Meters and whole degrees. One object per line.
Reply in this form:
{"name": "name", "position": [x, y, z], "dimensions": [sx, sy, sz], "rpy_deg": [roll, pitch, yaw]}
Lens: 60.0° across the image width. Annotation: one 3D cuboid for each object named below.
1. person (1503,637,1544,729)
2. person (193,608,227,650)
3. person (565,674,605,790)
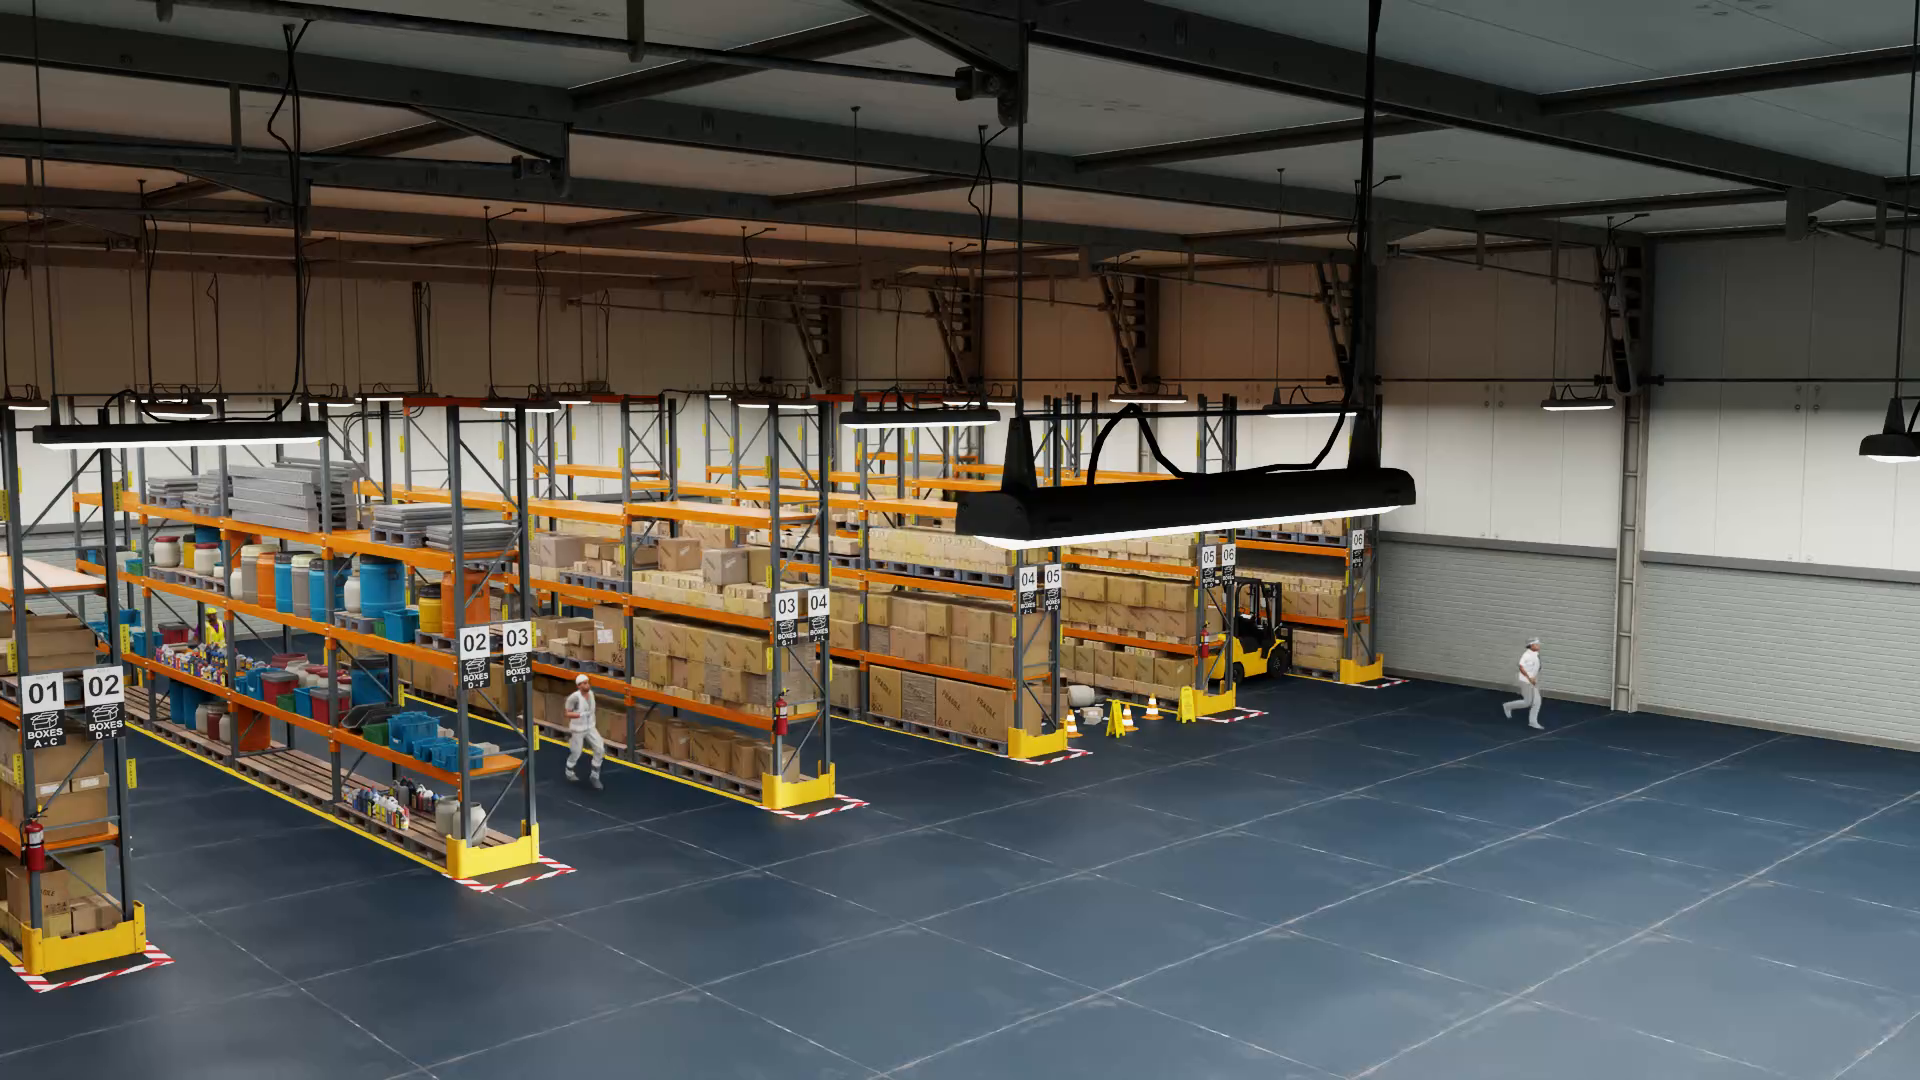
{"name": "person", "position": [10.337, 2.583, 30.375], "dimensions": [0.763, 1.680, 0.600], "rpy_deg": [4, 7, 35]}
{"name": "person", "position": [-15.084, 2.221, 33.759], "dimensions": [0.566, 1.727, 0.700], "rpy_deg": [3, 6, 28]}
{"name": "person", "position": [-5.879, 2.967, 25.742], "dimensions": [0.825, 1.823, 0.631], "rpy_deg": [5, 8, 43]}
